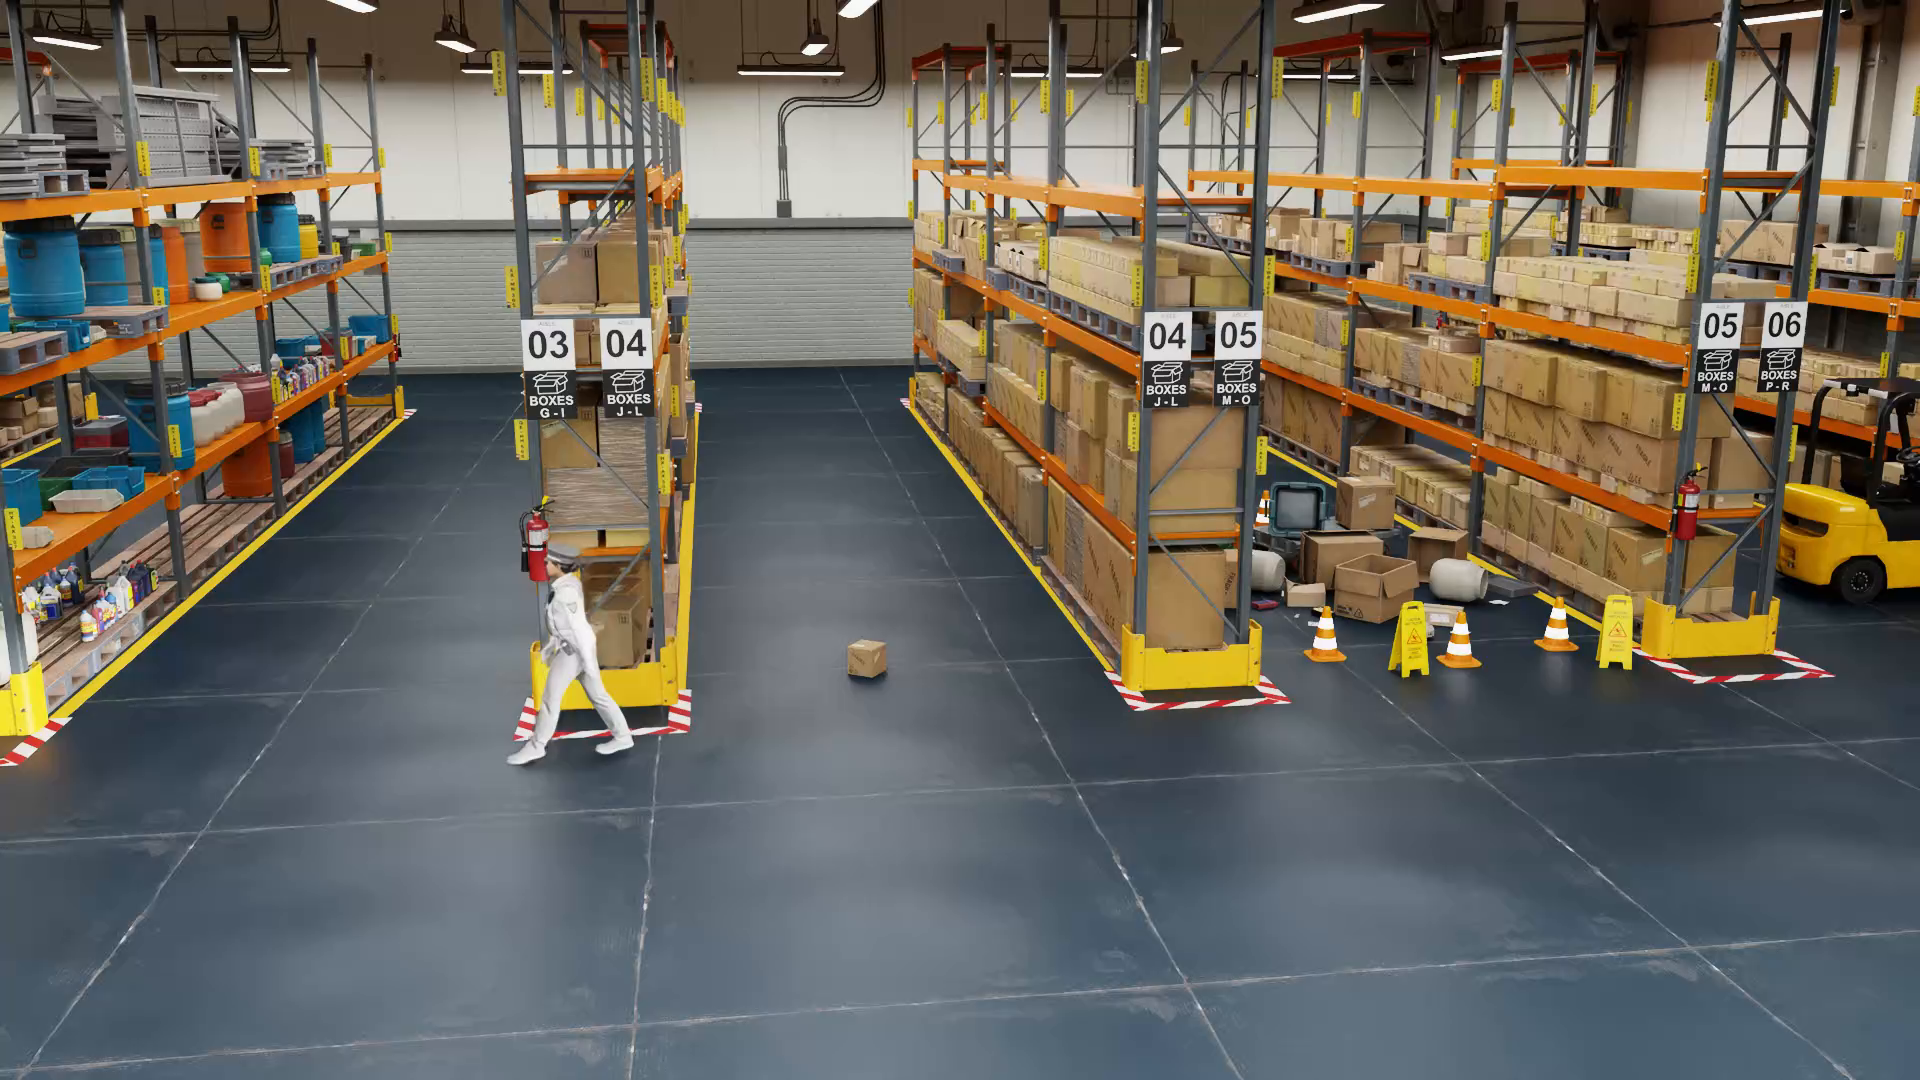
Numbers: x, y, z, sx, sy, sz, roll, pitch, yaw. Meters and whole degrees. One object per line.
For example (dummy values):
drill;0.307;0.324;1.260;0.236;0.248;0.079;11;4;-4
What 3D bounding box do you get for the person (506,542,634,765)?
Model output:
person;-2.941;0.816;12.433;0.913;1.635;0.517;-1;13;-3
